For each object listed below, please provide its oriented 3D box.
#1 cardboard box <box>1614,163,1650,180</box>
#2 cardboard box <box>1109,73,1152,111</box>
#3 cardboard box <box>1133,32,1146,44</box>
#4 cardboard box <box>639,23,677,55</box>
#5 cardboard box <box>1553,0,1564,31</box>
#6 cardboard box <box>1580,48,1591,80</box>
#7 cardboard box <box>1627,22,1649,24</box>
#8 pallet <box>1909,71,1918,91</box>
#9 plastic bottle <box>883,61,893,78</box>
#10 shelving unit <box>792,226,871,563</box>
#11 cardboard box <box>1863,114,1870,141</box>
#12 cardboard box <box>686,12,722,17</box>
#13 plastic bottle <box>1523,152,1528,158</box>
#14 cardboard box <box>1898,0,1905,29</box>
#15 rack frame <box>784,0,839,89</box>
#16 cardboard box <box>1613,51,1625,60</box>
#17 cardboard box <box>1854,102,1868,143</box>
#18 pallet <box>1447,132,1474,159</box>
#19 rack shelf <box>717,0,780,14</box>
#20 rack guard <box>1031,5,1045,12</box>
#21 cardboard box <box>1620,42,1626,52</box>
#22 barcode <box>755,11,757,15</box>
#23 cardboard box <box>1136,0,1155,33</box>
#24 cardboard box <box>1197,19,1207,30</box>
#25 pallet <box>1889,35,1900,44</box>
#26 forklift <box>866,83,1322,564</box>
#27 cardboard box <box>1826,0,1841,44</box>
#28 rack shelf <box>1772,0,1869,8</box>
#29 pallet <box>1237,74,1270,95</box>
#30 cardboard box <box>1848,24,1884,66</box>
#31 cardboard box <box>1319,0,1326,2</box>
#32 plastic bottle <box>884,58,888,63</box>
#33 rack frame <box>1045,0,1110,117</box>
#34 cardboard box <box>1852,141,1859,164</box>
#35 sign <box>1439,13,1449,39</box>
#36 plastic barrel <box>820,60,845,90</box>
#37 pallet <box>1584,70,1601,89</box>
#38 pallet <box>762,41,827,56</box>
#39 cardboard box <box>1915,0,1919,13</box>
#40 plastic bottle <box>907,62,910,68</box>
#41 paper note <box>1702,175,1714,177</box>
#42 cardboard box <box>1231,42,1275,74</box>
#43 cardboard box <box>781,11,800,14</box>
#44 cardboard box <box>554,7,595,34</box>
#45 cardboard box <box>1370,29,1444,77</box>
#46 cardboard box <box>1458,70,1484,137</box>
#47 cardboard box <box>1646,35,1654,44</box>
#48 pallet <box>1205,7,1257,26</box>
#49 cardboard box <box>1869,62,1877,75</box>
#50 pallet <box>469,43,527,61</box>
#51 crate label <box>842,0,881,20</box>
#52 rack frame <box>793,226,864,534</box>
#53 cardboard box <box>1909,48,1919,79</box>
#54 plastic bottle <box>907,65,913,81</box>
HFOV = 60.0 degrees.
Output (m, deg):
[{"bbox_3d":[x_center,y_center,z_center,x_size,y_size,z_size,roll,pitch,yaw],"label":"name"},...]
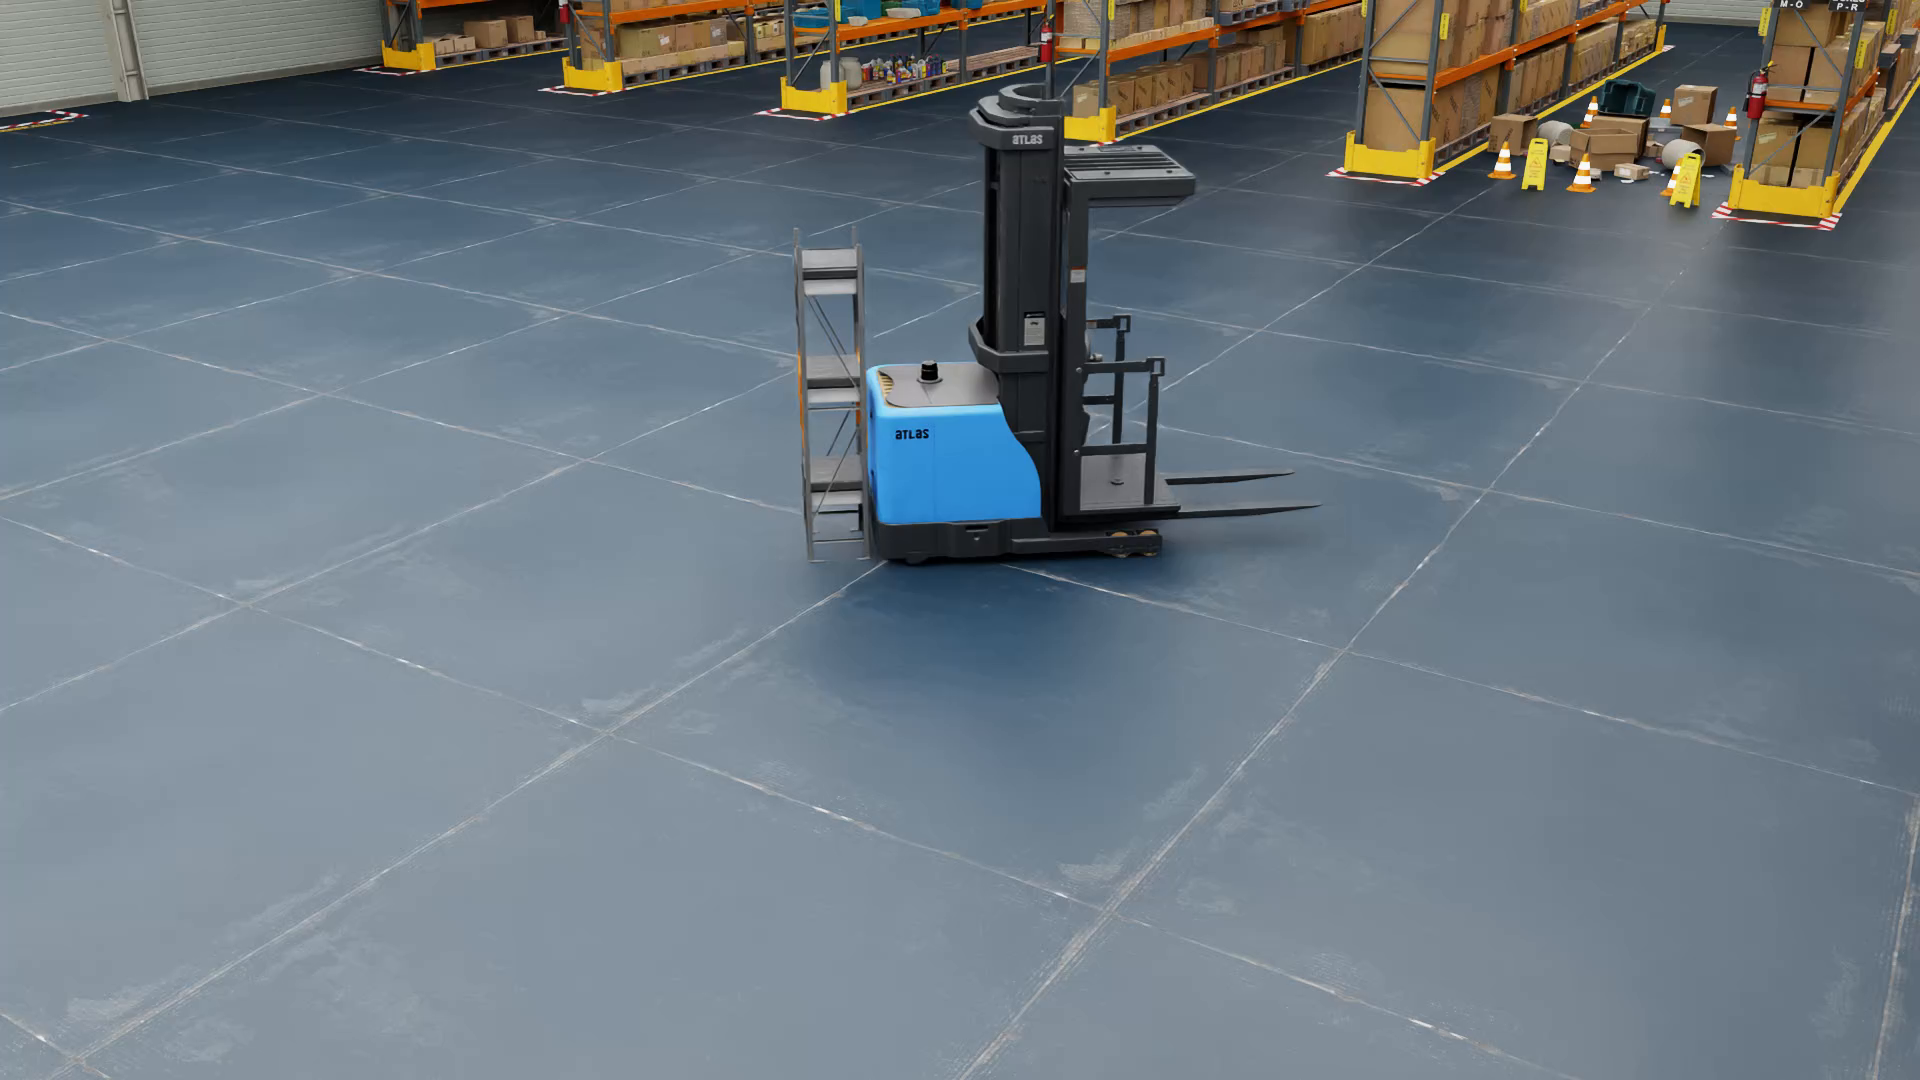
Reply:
[{"bbox_3d":[9.154,-5.018,22.654,0.250,0.149,0.380,-12,26,-26],"label":"cardboard box"},{"bbox_3d":[2.736,-7.206,26.739,0.500,0.500,0.500,17,29,34],"label":"cardboard box"},{"bbox_3d":[2.658,-7.802,25.812,0.380,0.149,0.250,14,27,29],"label":"cardboard box"},{"bbox_3d":[-5.667,-9.365,31.095,0.500,0.500,0.500,14,27,29],"label":"cardboard box"},{"bbox_3d":[9.603,-8.665,27.364,0.500,0.500,0.500,13,27,28],"label":"cardboard box"},{"bbox_3d":[10.993,-8.565,29.878,0.500,0.500,0.500,14,27,30],"label":"cardboard box"},{"bbox_3d":[13.896,-10.529,34.106,0.380,0.149,0.250,13,26,27],"label":"cardboard box"},{"bbox_3d":[16.977,-8.471,30.553,1.003,0.211,1.213,14,27,29],"label":"pallet"},{"bbox_3d":[-1.301,-8.462,29.896,0.152,0.276,0.135,14,27,29],"label":"plastic bottle"},{"bbox_3d":[-0.825,-0.921,10.735,0.431,2.100,0.503,-3,24,-7],"label":"shelving unit"},{"bbox_3d":[12.564,-5.975,24.055,0.950,0.372,0.625,14,27,30],"label":"cardboard box"},{"bbox_3d":[-5.055,-10.149,32.906,0.500,0.500,0.500,14,27,29],"label":"cardboard box"},{"bbox_3d":[8.290,-5.559,24.015,0.283,0.061,0.133,5,24,11],"label":"plastic bottle"},{"bbox_3d":[13.578,-7.793,24.446,0.500,0.500,0.500,13,26,27],"label":"cardboard box"},{"bbox_3d":[-2.448,-8.575,27.283,1.000,3.000,0.127,14,27,29],"label":"rack frame"},{"bbox_3d":[12.715,-9.454,32.373,0.380,0.149,0.250,13,26,27],"label":"cardboard box"},{"bbox_3d":[11.938,-5.658,22.532,0.500,0.500,0.500,14,27,30],"label":"cardboard box"},{"bbox_3d":[6.920,-5.881,24.568,1.003,0.211,1.213,14,27,29],"label":"pallet"},{"bbox_3d":[-3.489,-11.310,34.505,1.077,0.370,4.000,14,27,29],"label":"rack shelf"},{"bbox_3d":[1.746,-13.842,42.595,1.175,0.500,0.348,14,27,29],"label":"rack guard"},{"bbox_3d":[12.714,-9.590,32.313,0.380,0.149,0.250,15,28,31],"label":"cardboard box"},{"bbox_3d":[-4.056,-10.459,33.018,0.001,0.075,0.075,14,27,29],"label":"barcode"},{"bbox_3d":[2.536,-8.253,26.039,0.875,0.500,0.500,14,27,29],"label":"cardboard box"},{"bbox_3d":[3.866,-8.556,27.554,0.380,0.149,0.250,14,27,29],"label":"cardboard box"},{"bbox_3d":[13.390,-7.396,24.800,1.003,0.211,1.213,14,27,29],"label":"pallet"},{"bbox_3d":[0.908,-1.434,10.872,3.031,2.935,1.130,-3,24,-7],"label":"forklift"},{"bbox_3d":[10.537,-6.489,20.705,0.700,0.500,0.500,14,27,29],"label":"cardboard box"},{"bbox_3d":[11.234,-7.182,21.194,1.077,0.370,4.000,14,27,29],"label":"rack shelf"},{"bbox_3d":[4.922,-8.284,30.121,1.003,0.211,1.213,14,27,29],"label":"pallet"},{"bbox_3d":[12.000,-6.616,22.256,0.500,0.500,0.500,15,28,31],"label":"cardboard box"},{"bbox_3d":[6.738,-10.565,31.753,0.500,0.500,0.500,13,27,28],"label":"cardboard box"},{"bbox_3d":[-1.338,-8.585,30.170,0.061,0.283,0.133,15,28,31],"label":"plastic bottle"},{"bbox_3d":[1.760,-7.537,24.885,1.000,3.000,0.127,14,27,29],"label":"rack frame"},{"bbox_3d":[11.933,-5.304,22.659,0.500,0.250,0.500,13,27,28],"label":"cardboard box"},{"bbox_3d":[6.389,-6.779,21.945,0.100,0.325,0.005,14,27,29],"label":"sign"},{"bbox_3d":[-2.166,-7.864,28.244,0.421,0.512,0.421,0,23,0],"label":"plastic barrel"},{"bbox_3d":[11.198,-8.558,30.753,1.003,0.211,1.213,14,27,29],"label":"pallet"},{"bbox_3d":[-3.546,-10.355,34.905,1.003,0.211,1.213,14,27,29],"label":"pallet"},{"bbox_3d":[15.702,-8.949,27.705,0.500,0.250,0.500,14,27,30],"label":"cardboard box"},{"bbox_3d":[-0.884,-8.397,29.737,0.061,0.283,0.133,14,27,29],"label":"plastic bottle"},{"bbox_3d":[10.223,-4.981,22.717,0.142,0.019,0.148,5,24,11],"label":"paper note"},{"bbox_3d":[5.362,-8.872,30.561,0.700,0.500,0.500,11,26,25],"label":"cardboard box"},{"bbox_3d":[-3.501,-11.037,35.196,0.500,0.311,0.500,13,27,28],"label":"cardboard box"},{"bbox_3d":[-8.380,-11.308,36.188,0.700,0.500,0.500,15,28,31],"label":"cardboard box"},{"bbox_3d":[6.078,-6.667,22.687,0.875,0.550,0.550,14,27,29],"label":"cardboard box"},{"bbox_3d":[7.167,-6.529,24.702,0.875,0.875,0.875,14,27,29],"label":"cardboard box"},{"bbox_3d":[14.210,-10.419,34.602,0.380,0.149,0.250,15,27,31],"label":"cardboard box"},{"bbox_3d":[4.397,-9.027,28.568,1.003,0.211,1.213,14,27,29],"label":"pallet"},{"bbox_3d":[12.253,-6.437,22.661,0.380,0.149,0.250,15,27,30],"label":"cardboard box"},{"bbox_3d":[-9.721,-10.074,34.256,1.003,0.211,1.213,14,27,29],"label":"pallet"},{"bbox_3d":[-1.707,-9.269,28.842,0.502,0.435,0.616,14,27,29],"label":"crate label"},{"bbox_3d":[-0.856,-1.017,10.957,0.400,2.100,0.015,-3,24,-7],"label":"rack frame"},{"bbox_3d":[16.931,-8.717,30.307,0.875,0.438,0.875,13,27,28],"label":"cardboard box"},{"bbox_3d":[-0.886,-8.290,29.504,0.097,0.271,0.097,0,23,0],"label":"plastic bottle"}]
